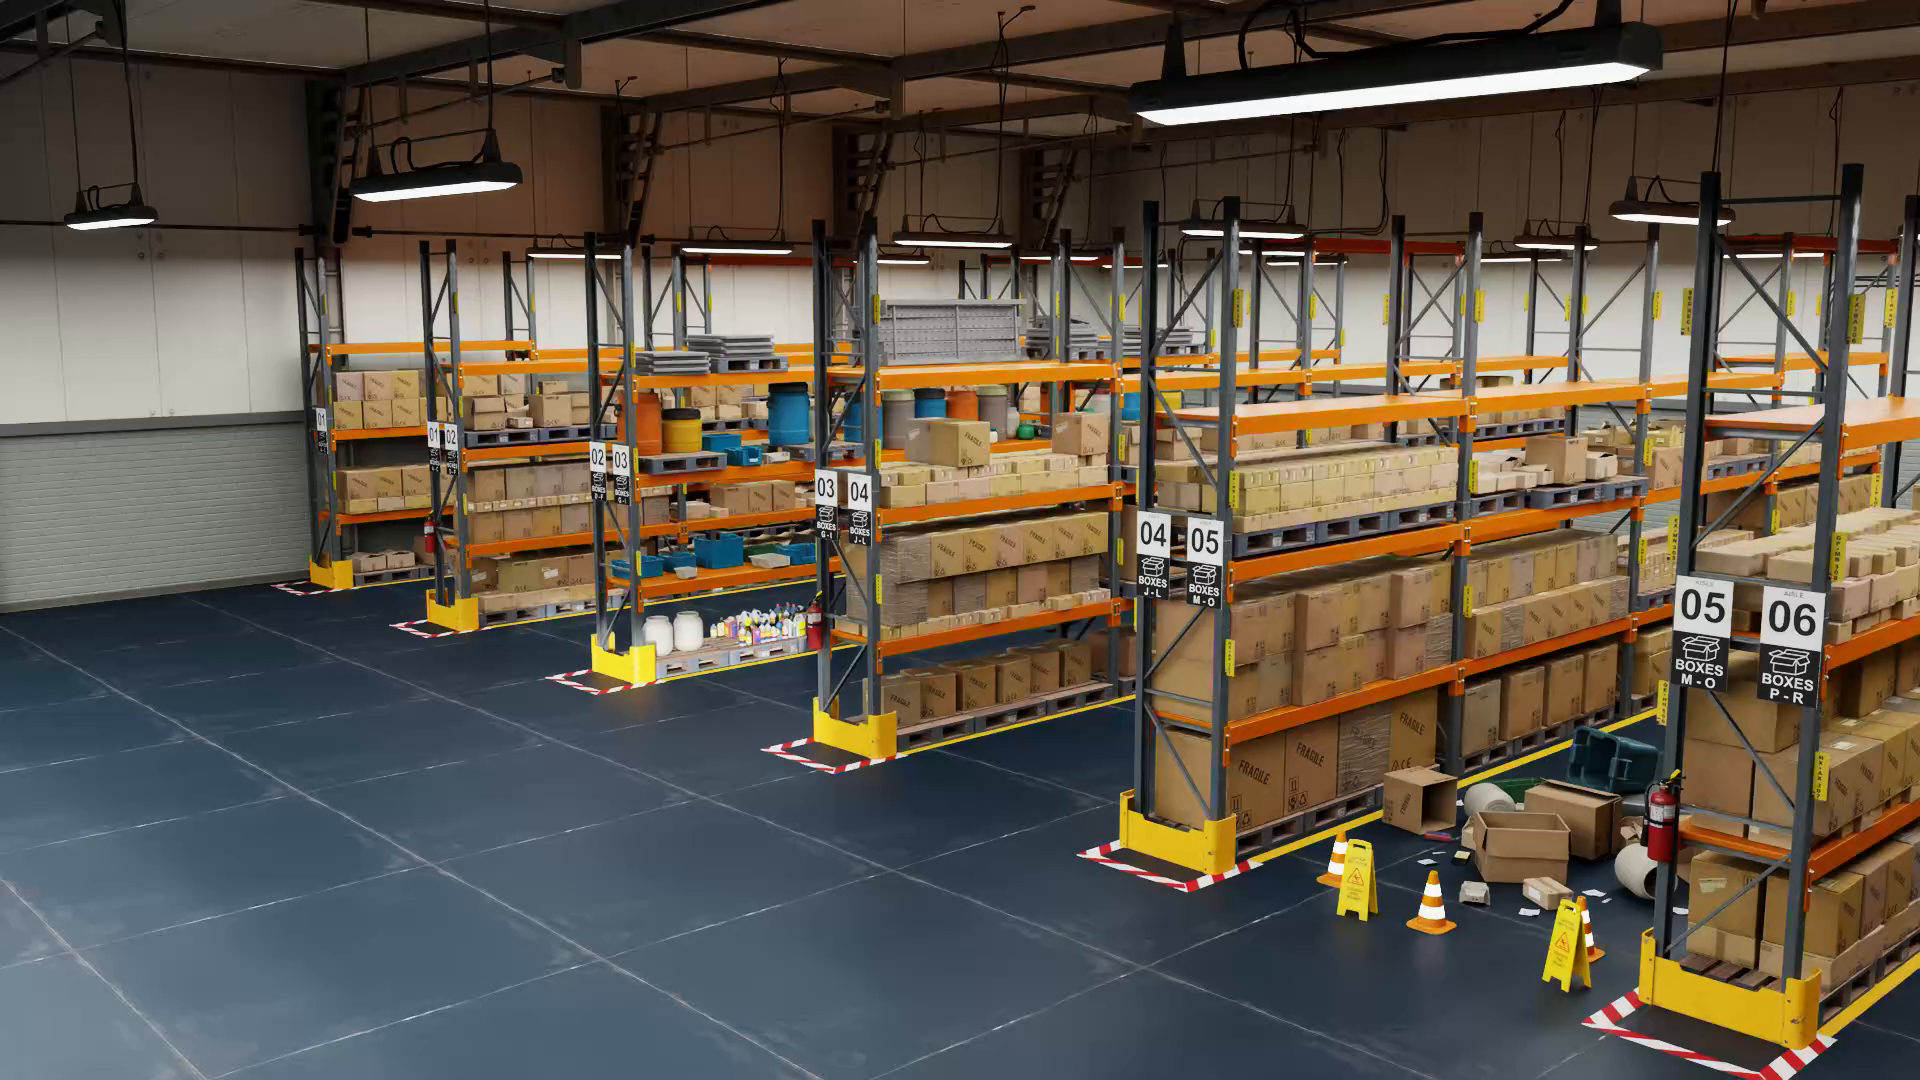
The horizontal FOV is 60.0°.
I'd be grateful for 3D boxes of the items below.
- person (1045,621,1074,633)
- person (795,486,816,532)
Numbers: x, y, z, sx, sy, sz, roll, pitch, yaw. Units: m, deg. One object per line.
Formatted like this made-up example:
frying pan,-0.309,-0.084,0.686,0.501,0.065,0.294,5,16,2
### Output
person,1.429,0.533,23.775,0.463,1.699,0.593,-2,9,-15
person,-2.984,-0.379,32.992,0.556,1.446,0.813,5,10,28
